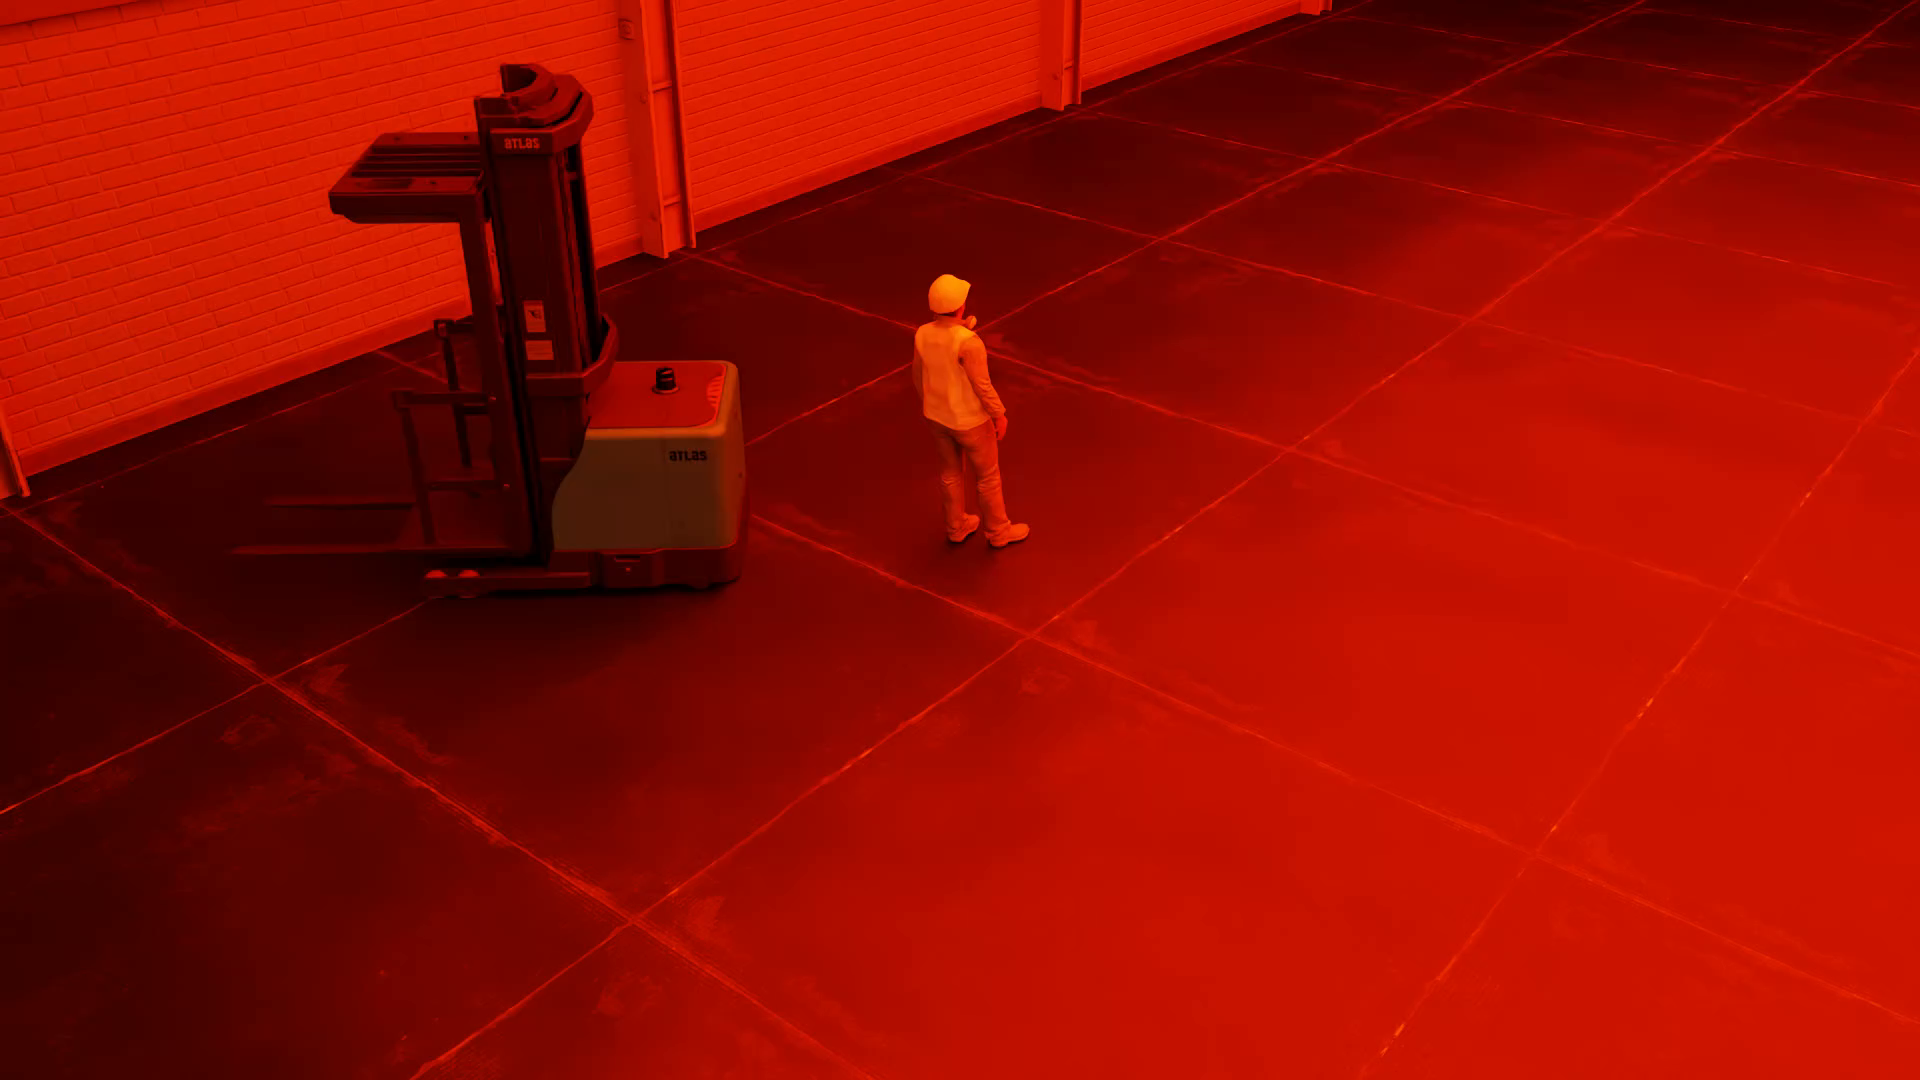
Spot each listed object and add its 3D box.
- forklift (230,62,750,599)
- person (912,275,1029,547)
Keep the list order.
[{"bbox_3d":[-2.854,-1.187,9.626,3.031,2.935,1.130,-1,30,-2],"label":"forklift"},{"bbox_3d":[0.045,-0.794,10.086,0.632,1.773,0.568,22,37,33],"label":"person"}]
